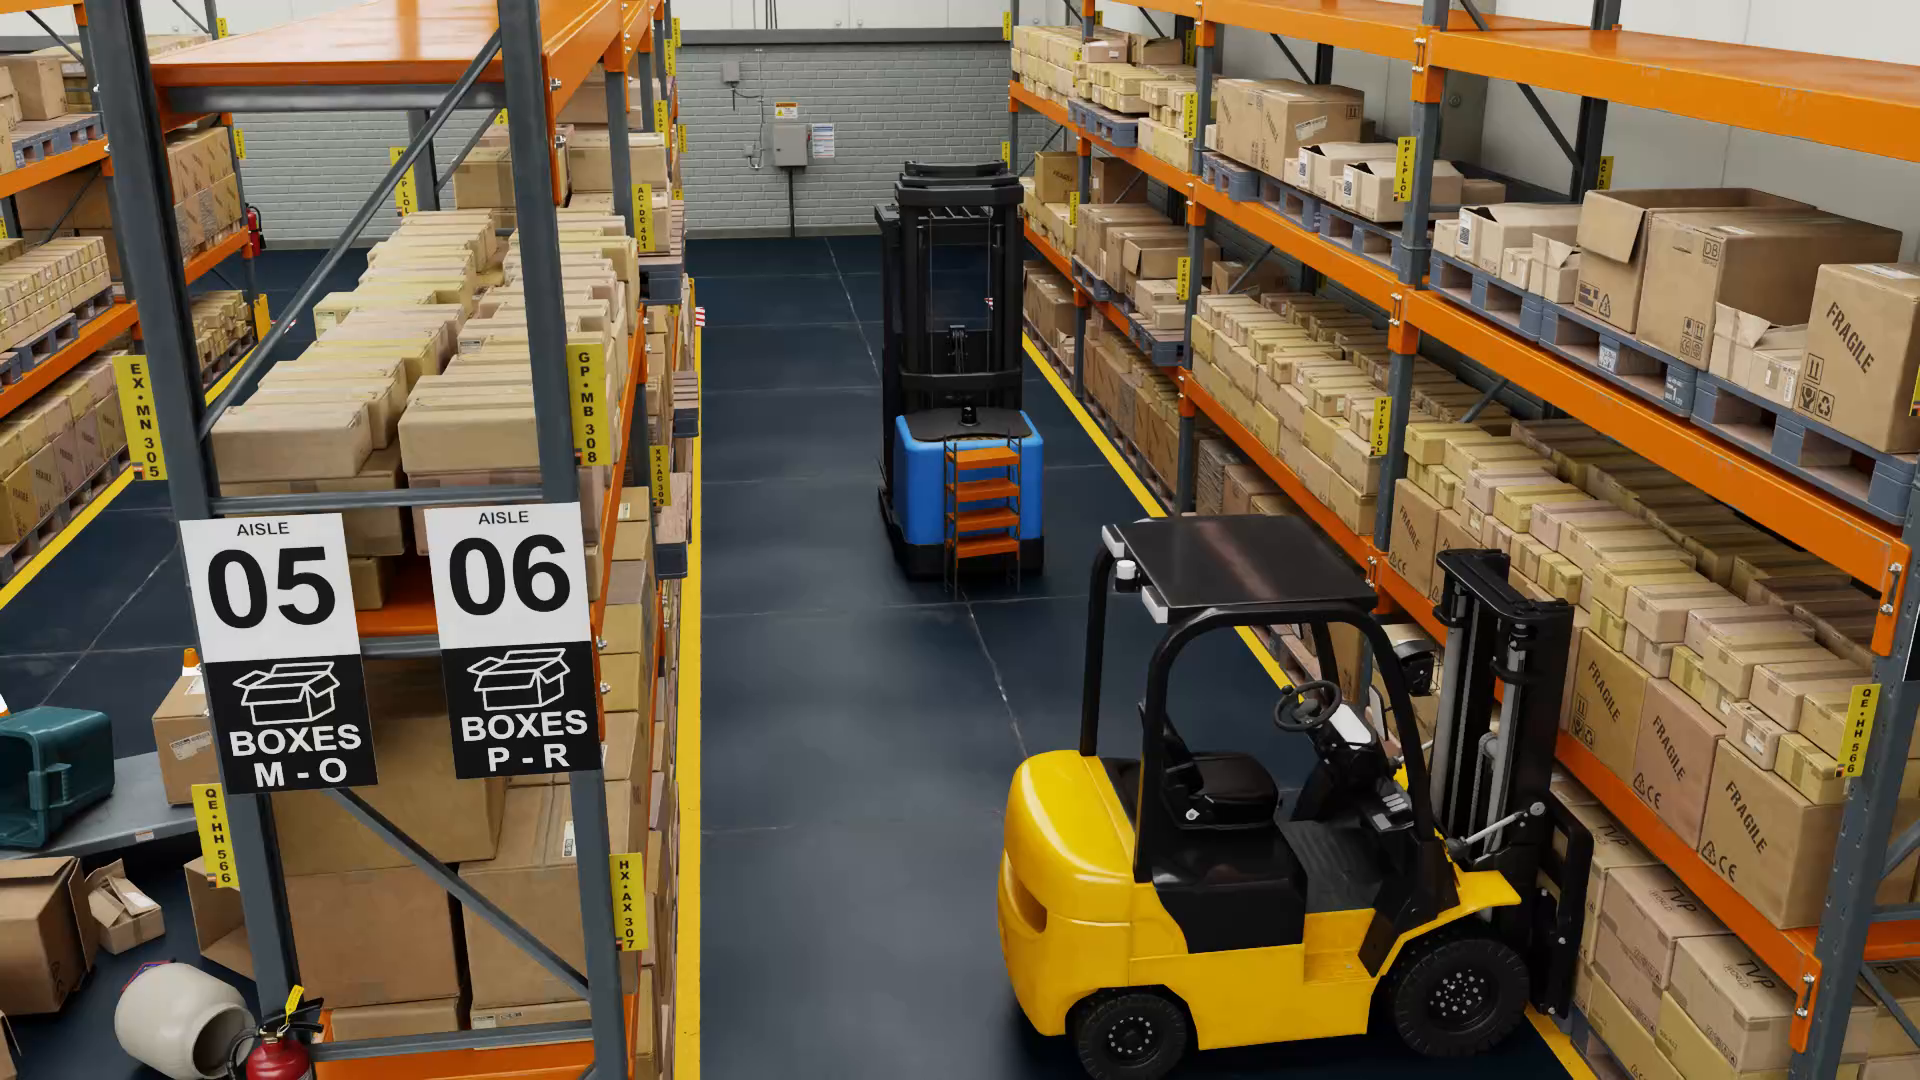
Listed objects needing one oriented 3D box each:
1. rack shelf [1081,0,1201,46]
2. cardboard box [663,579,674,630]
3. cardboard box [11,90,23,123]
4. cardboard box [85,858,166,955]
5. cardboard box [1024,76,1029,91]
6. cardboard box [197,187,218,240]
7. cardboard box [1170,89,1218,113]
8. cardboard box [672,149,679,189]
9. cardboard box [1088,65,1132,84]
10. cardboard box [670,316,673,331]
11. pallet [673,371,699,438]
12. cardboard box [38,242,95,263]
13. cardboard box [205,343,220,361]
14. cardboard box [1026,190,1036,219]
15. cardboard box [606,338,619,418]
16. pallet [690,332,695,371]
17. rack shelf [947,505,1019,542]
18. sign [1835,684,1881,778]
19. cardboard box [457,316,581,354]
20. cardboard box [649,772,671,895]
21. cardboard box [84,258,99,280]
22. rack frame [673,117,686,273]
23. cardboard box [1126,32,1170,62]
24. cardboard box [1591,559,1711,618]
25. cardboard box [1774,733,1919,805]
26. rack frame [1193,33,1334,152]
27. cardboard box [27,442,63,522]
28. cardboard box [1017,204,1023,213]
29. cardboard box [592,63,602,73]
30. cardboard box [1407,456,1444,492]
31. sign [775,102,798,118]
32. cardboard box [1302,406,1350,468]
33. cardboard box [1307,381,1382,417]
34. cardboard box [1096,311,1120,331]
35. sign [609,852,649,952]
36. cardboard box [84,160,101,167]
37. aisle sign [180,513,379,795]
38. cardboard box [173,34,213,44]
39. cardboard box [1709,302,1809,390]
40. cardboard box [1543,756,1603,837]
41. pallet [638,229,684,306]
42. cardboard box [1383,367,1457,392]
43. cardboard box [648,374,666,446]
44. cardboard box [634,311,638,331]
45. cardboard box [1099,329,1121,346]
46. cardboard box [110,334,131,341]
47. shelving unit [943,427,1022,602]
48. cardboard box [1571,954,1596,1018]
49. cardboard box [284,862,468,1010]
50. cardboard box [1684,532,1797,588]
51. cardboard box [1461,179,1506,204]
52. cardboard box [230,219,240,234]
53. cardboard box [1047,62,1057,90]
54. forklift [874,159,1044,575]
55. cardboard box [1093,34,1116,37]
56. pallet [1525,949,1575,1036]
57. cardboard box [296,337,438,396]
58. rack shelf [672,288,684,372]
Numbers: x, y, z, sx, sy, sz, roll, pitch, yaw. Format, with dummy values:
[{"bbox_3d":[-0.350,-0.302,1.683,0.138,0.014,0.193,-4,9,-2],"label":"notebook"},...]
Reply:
[{"bbox_3d":[1.963,-4.508,14.024,1.077,0.370,4.000,-3,21,-8],"label":"rack shelf"},{"bbox_3d":[-2.370,0.471,10.825,0.950,0.372,0.625,-2,21,-6],"label":"cardboard box"},{"bbox_3d":[-8.201,-3.623,13.869,0.500,0.311,0.500,-3,21,-9],"label":"cardboard box"},{"bbox_3d":[-4.090,1.778,8.076,0.396,0.266,0.258,17,27,39],"label":"cardboard box"},{"bbox_3d":[0.932,-5.194,18.908,0.380,0.149,0.250,-2,21,-7],"label":"cardboard box"},{"bbox_3d":[-8.226,-3.453,17.606,0.500,0.500,0.500,-3,21,-8],"label":"cardboard box"},{"bbox_3d":[1.887,-3.480,13.180,0.380,0.149,0.250,-4,21,-10],"label":"cardboard box"},{"bbox_3d":[-3.265,-3.883,17.753,0.500,0.500,0.500,-3,21,-8],"label":"cardboard box"},{"bbox_3d":[1.387,-4.281,15.294,0.380,0.149,0.250,-3,21,-9],"label":"cardboard box"},{"bbox_3d":[-2.562,-1.809,13.271,0.500,0.250,0.500,-2,21,-6],"label":"cardboard box"},{"bbox_3d":[-2.452,-0.947,11.738,1.213,0.211,1.003,-3,21,-8],"label":"pallet"},{"bbox_3d":[-7.830,-2.514,14.568,0.380,0.149,0.250,-4,21,-9],"label":"cardboard box"},{"bbox_3d":[-8.158,-2.007,17.777,0.380,0.149,0.250,-3,21,-7],"label":"cardboard box"},{"bbox_3d":[1.046,-3.848,19.021,0.500,0.250,0.500,-3,21,-9],"label":"cardboard box"},{"bbox_3d":[-1.477,-0.522,5.830,0.500,0.250,0.500,-2,21,-6],"label":"cardboard box"},{"bbox_3d":[-3.448,-2.047,18.395,1.003,0.211,1.213,-3,21,-8],"label":"pallet"},{"bbox_3d":[0.159,-0.120,12.015,0.480,0.148,0.258,-7,22,-19],"label":"rack shelf"},{"bbox_3d":[2.866,0.610,5.304,0.100,0.325,0.005,-3,21,-8],"label":"sign"},{"bbox_3d":[-1.476,-0.650,5.602,0.380,0.149,0.250,-3,21,-8],"label":"cardboard box"},{"bbox_3d":[-1.583,1.391,7.462,0.500,0.500,0.500,-2,21,-5],"label":"cardboard box"},{"bbox_3d":[-7.828,-2.378,14.628,0.380,0.149,0.250,-3,21,-7],"label":"cardboard box"},{"bbox_3d":[-3.813,-4.048,19.766,1.000,3.000,0.127,-3,21,-8],"label":"rack frame"},{"bbox_3d":[1.787,-4.676,15.761,0.396,0.266,0.258,-3,21,-9],"label":"cardboard box"},{"bbox_3d":[2.861,0.200,6.898,0.380,0.149,0.250,-3,21,-7],"label":"cardboard box"},{"bbox_3d":[3.077,0.784,5.761,0.380,0.149,0.250,-3,21,-7],"label":"cardboard box"},{"bbox_3d":[2.251,-4.340,11.974,1.000,3.000,0.127,-3,21,-8],"label":"rack frame"},{"bbox_3d":[-7.469,-0.451,13.108,0.500,0.500,0.500,-3,21,-7],"label":"cardboard box"},{"bbox_3d":[0.874,-4.054,20.142,0.380,0.149,0.250,-3,21,-8],"label":"cardboard box"},{"bbox_3d":[-3.396,-3.992,14.586,0.500,0.500,0.500,-3,21,-9],"label":"cardboard box"},{"bbox_3d":[2.614,-0.372,8.854,0.380,0.149,0.250,-3,21,-9],"label":"cardboard box"},{"bbox_3d":[-2.634,-6.510,25.179,0.339,0.242,0.001,-3,21,-8],"label":"sign"},{"bbox_3d":[2.423,-0.643,10.151,0.500,0.250,0.500,-3,21,-9],"label":"cardboard box"},{"bbox_3d":[2.352,-0.863,10.168,0.380,0.149,0.250,-4,21,-9],"label":"cardboard box"},{"bbox_3d":[1.548,-2.158,16.328,0.380,0.149,0.250,-4,21,-10],"label":"cardboard box"},{"bbox_3d":[-0.970,1.059,4.856,0.100,0.325,0.005,-3,21,-8],"label":"sign"},{"bbox_3d":[-8.034,-3.380,15.981,0.500,0.500,0.500,-4,21,-9],"label":"cardboard box"},{"bbox_3d":[-1.785,0.310,4.383,0.394,0.787,0.004,-3,21,-8],"label":"aisle sign"},{"bbox_3d":[-8.358,-5.419,18.080,0.380,0.149,0.250,-3,21,-8],"label":"cardboard box"},{"bbox_3d":[2.948,-0.705,5.978,0.396,0.266,0.258,-3,21,-8],"label":"cardboard box"},{"bbox_3d":[2.802,1.193,7.635,0.500,0.250,0.500,-3,21,-9],"label":"cardboard box"},{"bbox_3d":[-2.067,-1.429,8.737,1.213,0.211,1.003,-3,21,-8],"label":"pallet"},{"bbox_3d":[2.900,-0.985,10.495,0.380,0.149,0.250,-3,21,-8],"label":"cardboard box"},{"bbox_3d":[-1.940,-0.626,9.437,0.500,0.500,0.500,-3,21,-8],"label":"cardboard box"},{"bbox_3d":[-1.735,-1.086,7.910,0.380,0.149,0.250,-3,21,-7],"label":"cardboard box"},{"bbox_3d":[1.580,-2.014,16.368,0.380,0.149,0.250,-3,21,-9],"label":"cardboard box"},{"bbox_3d":[-8.639,-1.983,16.863,0.380,0.149,0.250,-4,21,-10],"label":"cardboard box"},{"bbox_3d":[0.159,-0.183,11.992,0.503,1.200,0.258,-7,22,-19],"label":"shelving unit"},{"bbox_3d":[2.899,1.839,7.336,0.500,0.250,0.500,-3,21,-7],"label":"cardboard box"},{"bbox_3d":[-1.857,1.132,5.331,0.500,0.500,0.500,-3,21,-9],"label":"cardboard box"},{"bbox_3d":[3.373,0.086,7.203,0.380,0.149,0.250,-3,21,-7],"label":"cardboard box"},{"bbox_3d":[2.900,-1.979,9.557,0.380,0.149,0.250,-3,21,-8],"label":"cardboard box"},{"bbox_3d":[-8.370,-3.547,18.784,0.380,0.149,0.250,-3,21,-8],"label":"cardboard box"},{"bbox_3d":[1.210,-4.900,17.552,0.500,0.250,0.500,-2,21,-7],"label":"cardboard box"},{"bbox_3d":[-0.087,-1.591,13.288,1.130,2.935,3.031,-3,21,-7],"label":"forklift"},{"bbox_3d":[1.643,-5.335,18.002,0.500,0.250,0.500,-3,21,-8],"label":"cardboard box"},{"bbox_3d":[3.080,1.862,7.928,1.003,0.211,1.213,-3,21,-8],"label":"pallet"},{"bbox_3d":[-1.887,-0.540,5.308,0.380,0.149,0.250,-3,21,-7],"label":"cardboard box"},{"bbox_3d":[-2.948,-1.633,14.330,1.077,0.370,4.000,-3,21,-8],"label":"rack shelf"}]
